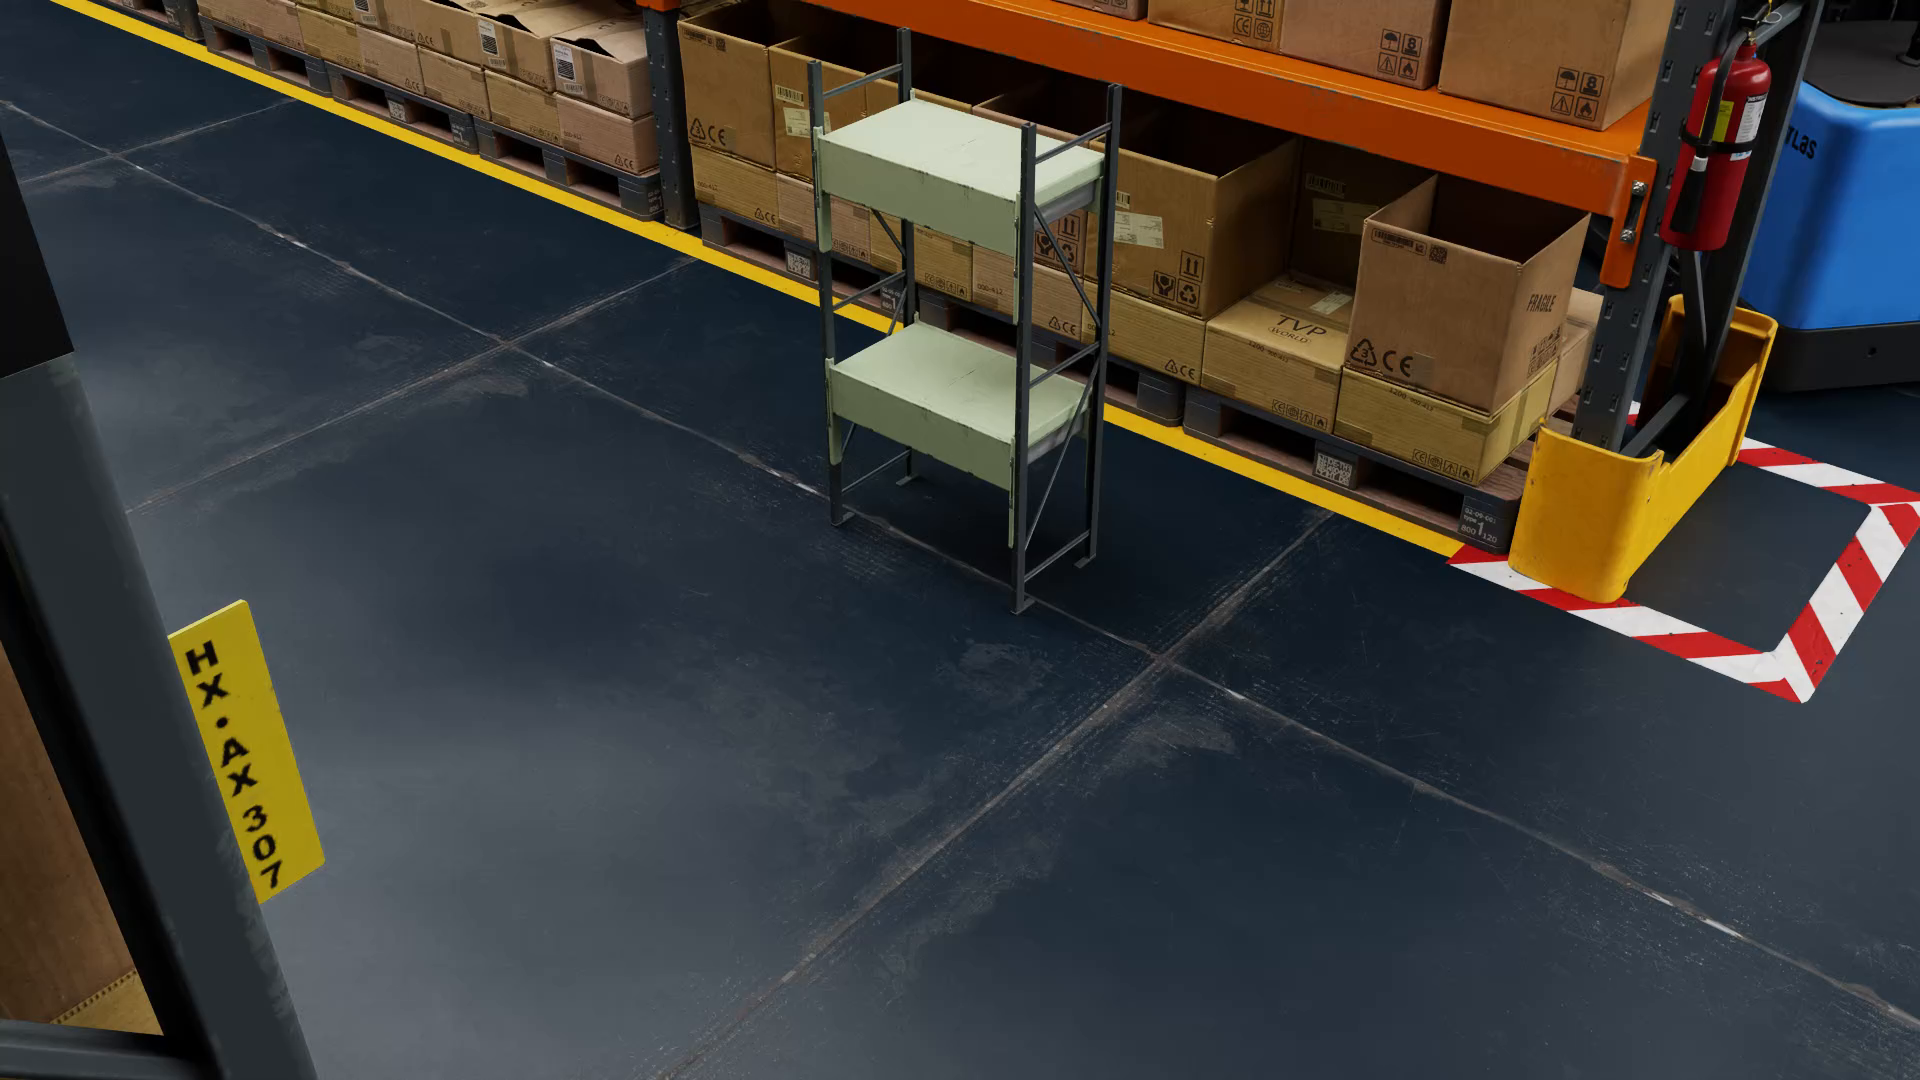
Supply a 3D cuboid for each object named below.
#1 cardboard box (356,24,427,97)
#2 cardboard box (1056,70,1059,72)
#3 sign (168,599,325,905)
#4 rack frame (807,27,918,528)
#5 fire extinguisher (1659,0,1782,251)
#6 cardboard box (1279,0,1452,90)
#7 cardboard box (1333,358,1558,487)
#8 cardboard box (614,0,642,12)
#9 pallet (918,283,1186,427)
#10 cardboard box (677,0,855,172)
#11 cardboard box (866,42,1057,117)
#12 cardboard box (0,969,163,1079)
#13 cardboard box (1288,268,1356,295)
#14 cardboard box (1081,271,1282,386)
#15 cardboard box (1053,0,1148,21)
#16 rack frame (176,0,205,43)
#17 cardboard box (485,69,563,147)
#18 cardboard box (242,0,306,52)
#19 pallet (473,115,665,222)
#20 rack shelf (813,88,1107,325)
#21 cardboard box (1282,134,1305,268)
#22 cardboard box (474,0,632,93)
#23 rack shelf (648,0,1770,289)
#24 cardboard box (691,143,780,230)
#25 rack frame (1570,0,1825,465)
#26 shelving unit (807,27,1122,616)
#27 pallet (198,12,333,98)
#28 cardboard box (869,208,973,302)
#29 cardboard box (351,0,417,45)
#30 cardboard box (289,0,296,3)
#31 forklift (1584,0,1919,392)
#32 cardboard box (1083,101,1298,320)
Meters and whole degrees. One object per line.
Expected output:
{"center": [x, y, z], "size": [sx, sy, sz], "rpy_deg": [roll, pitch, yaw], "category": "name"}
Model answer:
{"center": [-2.595, -2.422, 8.185], "size": [0.500, 0.250, 0.500], "rpy_deg": [26, 42, 33], "category": "cardboard box"}
{"center": [0.340, -1.715, 6.493], "size": [0.500, 0.500, 0.500], "rpy_deg": [25, 42, 32], "category": "cardboard box"}
{"center": [-0.665, 0.208, 1.533], "size": [0.005, 0.325, 0.100], "rpy_deg": [25, 42, 32], "category": "sign"}
{"center": [-0.276, -0.748, 5.015], "size": [0.023, 1.500, 0.400], "rpy_deg": [25, 42, 32], "category": "rack frame"}
{"center": [1.948, -1.079, 4.240], "size": [0.183, 0.674, 0.296], "rpy_deg": [25, 42, 32], "category": "fire extinguisher"}
{"center": [1.397, -1.760, 5.074], "size": [0.500, 0.500, 0.700], "rpy_deg": [26, 42, 33], "category": "cardboard box"}
{"center": [1.554, -0.461, 5.330], "size": [0.500, 0.250, 0.500], "rpy_deg": [25, 42, 32], "category": "cardboard box"}
{"center": [-1.459, -2.517, 7.828], "size": [0.500, 0.311, 0.500], "rpy_deg": [25, 42, 31], "category": "cardboard box"}
{"center": [0.607, -0.907, 6.384], "size": [1.213, 0.211, 1.003], "rpy_deg": [25, 42, 32], "category": "pallet"}
{"center": [-0.763, -1.849, 6.688], "size": [0.500, 0.500, 0.500], "rpy_deg": [25, 42, 32], "category": "cardboard box"}
{"center": [0.005, -1.487, 6.161], "size": [0.500, 0.500, 0.500], "rpy_deg": [25, 42, 32], "category": "cardboard box"}
{"center": [-1.184, 0.540, 1.929], "size": [0.500, 0.250, 0.500], "rpy_deg": [24, 41, 31], "category": "cardboard box"}
{"center": [1.498, -0.866, 5.919], "size": [0.500, 0.250, 0.500], "rpy_deg": [25, 42, 32], "category": "cardboard box"}
{"center": [0.776, -0.817, 5.848], "size": [0.500, 0.250, 0.500], "rpy_deg": [25, 42, 32], "category": "cardboard box"}
{"center": [0.613, -2.131, 5.615], "size": [0.500, 0.500, 0.700], "rpy_deg": [27, 43, 33], "category": "cardboard box"}
{"center": [-3.993, -4.253, 8.794], "size": [0.127, 3.000, 1.000], "rpy_deg": [25, 42, 32], "category": "rack frame"}
{"center": [-1.811, -2.052, 7.647], "size": [0.500, 0.250, 0.500], "rpy_deg": [25, 41, 31], "category": "cardboard box"}
{"center": [-3.392, -2.794, 8.726], "size": [0.500, 0.250, 0.500], "rpy_deg": [24, 41, 31], "category": "cardboard box"}
{"center": [-1.511, -1.905, 7.837], "size": [1.213, 0.211, 1.003], "rpy_deg": [25, 42, 32], "category": "pallet"}
{"center": [0.005, -0.938, 4.601], "size": [0.720, 0.370, 0.431], "rpy_deg": [25, 42, 32], "category": "rack shelf"}
{"center": [1.107, -1.351, 5.963], "size": [0.500, 0.500, 0.500], "rpy_deg": [25, 42, 32], "category": "cardboard box"}
{"center": [-1.818, -2.283, 7.487], "size": [0.500, 0.311, 0.500], "rpy_deg": [27, 42, 33], "category": "cardboard box"}
{"center": [0.618, -1.784, 5.833], "size": [4.000, 0.370, 1.077], "rpy_deg": [25, 42, 32], "category": "rack shelf"}
{"center": [-0.757, -1.544, 6.907], "size": [0.500, 0.250, 0.500], "rpy_deg": [25, 42, 32], "category": "cardboard box"}
{"center": [2.155, -1.356, 4.574], "size": [0.127, 3.000, 1.000], "rpy_deg": [25, 42, 32], "category": "rack frame"}
{"center": [0.005, -0.616, 4.822], "size": [0.755, 1.500, 0.431], "rpy_deg": [25, 42, 32], "category": "shelving unit"}
{"center": [-3.386, -2.789, 9.124], "size": [1.213, 0.211, 1.003], "rpy_deg": [25, 42, 32], "category": "pallet"}
{"center": [0.005, -1.178, 6.373], "size": [0.500, 0.250, 0.500], "rpy_deg": [25, 42, 32], "category": "cardboard box"}
{"center": [-2.584, -2.648, 8.019], "size": [0.500, 0.311, 0.500], "rpy_deg": [25, 41, 31], "category": "cardboard box"}
{"center": [-3.370, -3.020, 8.561], "size": [0.500, 0.311, 0.500], "rpy_deg": [24, 41, 31], "category": "cardboard box"}
{"center": [3.111, -2.556, 6.383], "size": [1.130, 2.935, 3.031], "rpy_deg": [-5, 35, -8], "category": "forklift"}
{"center": [0.774, -1.125, 5.634], "size": [0.500, 0.500, 0.500], "rpy_deg": [25, 42, 32], "category": "cardboard box"}
